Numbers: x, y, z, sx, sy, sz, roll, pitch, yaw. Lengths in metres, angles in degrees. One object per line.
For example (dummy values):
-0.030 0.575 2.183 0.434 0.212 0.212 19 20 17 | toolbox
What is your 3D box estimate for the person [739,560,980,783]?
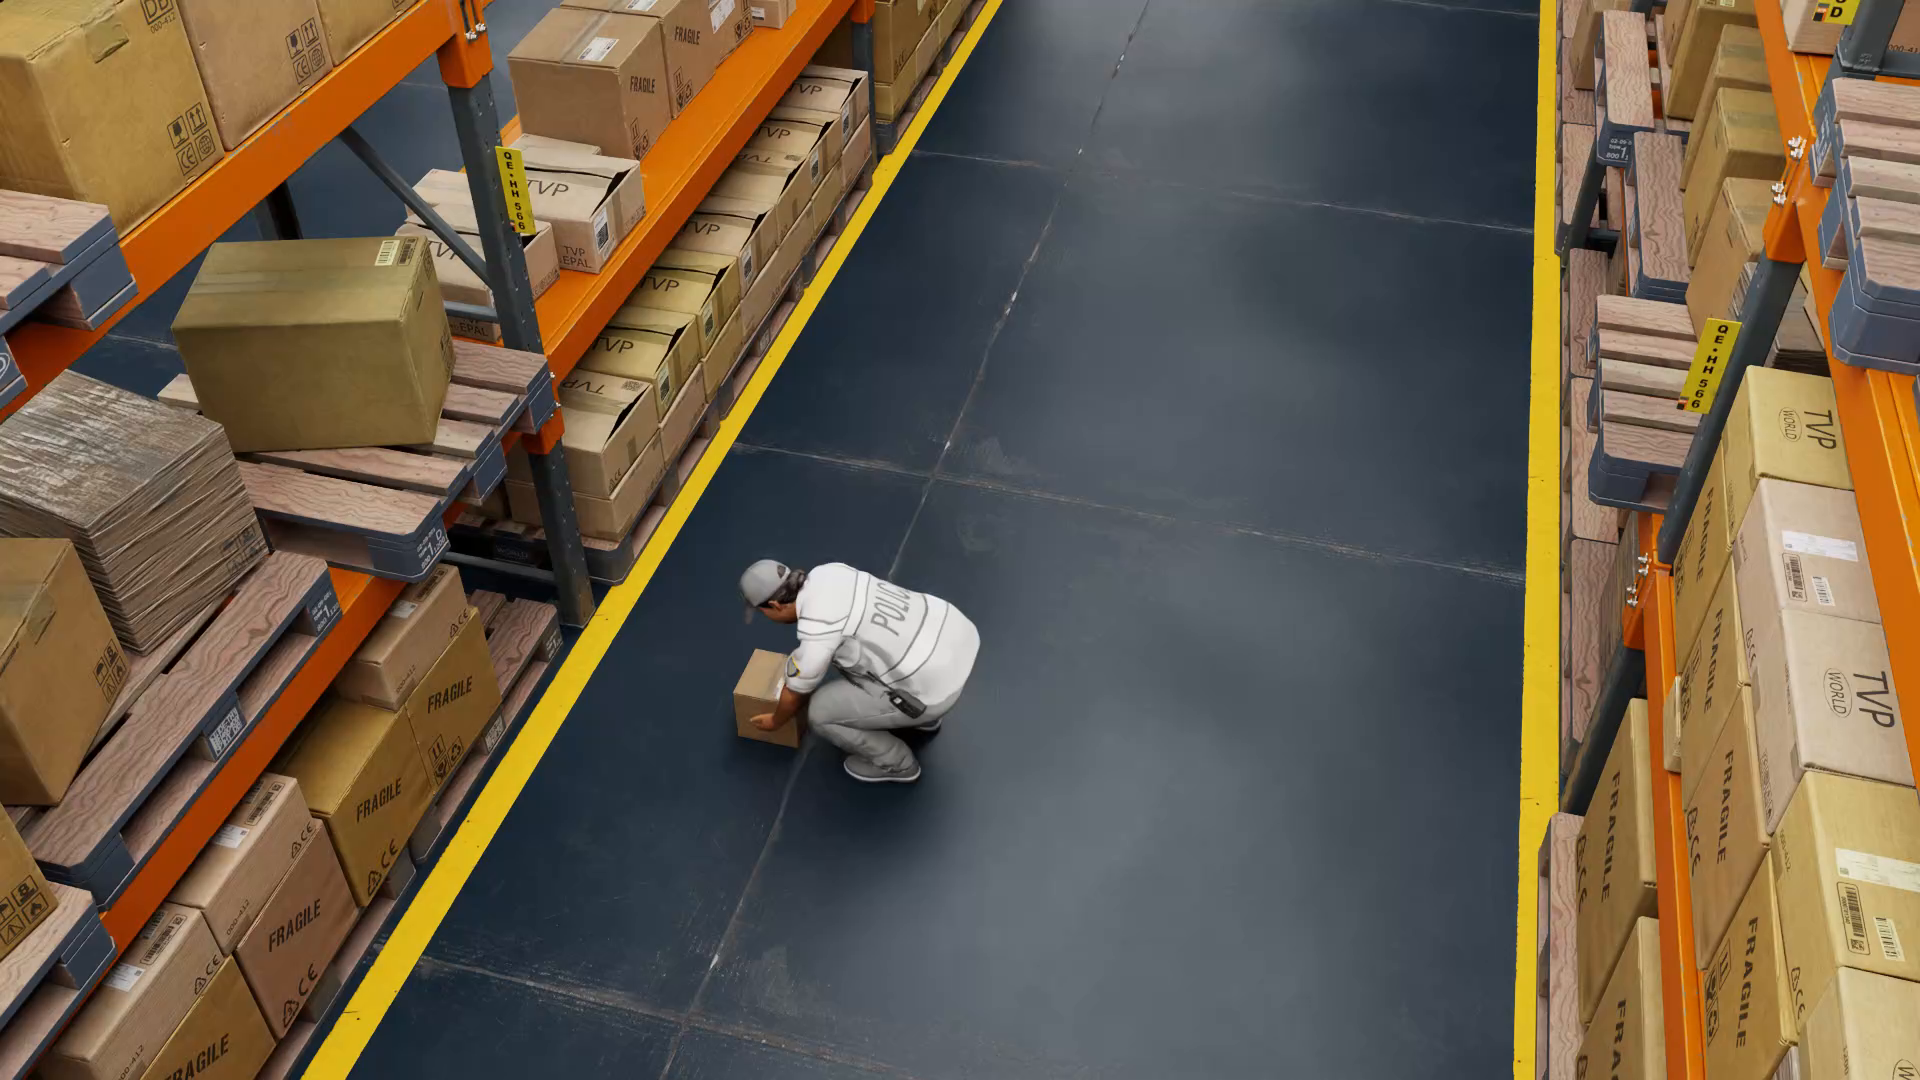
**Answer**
-0.369 0.458 6.215 0.858 0.907 0.523 10 42 11 | person
